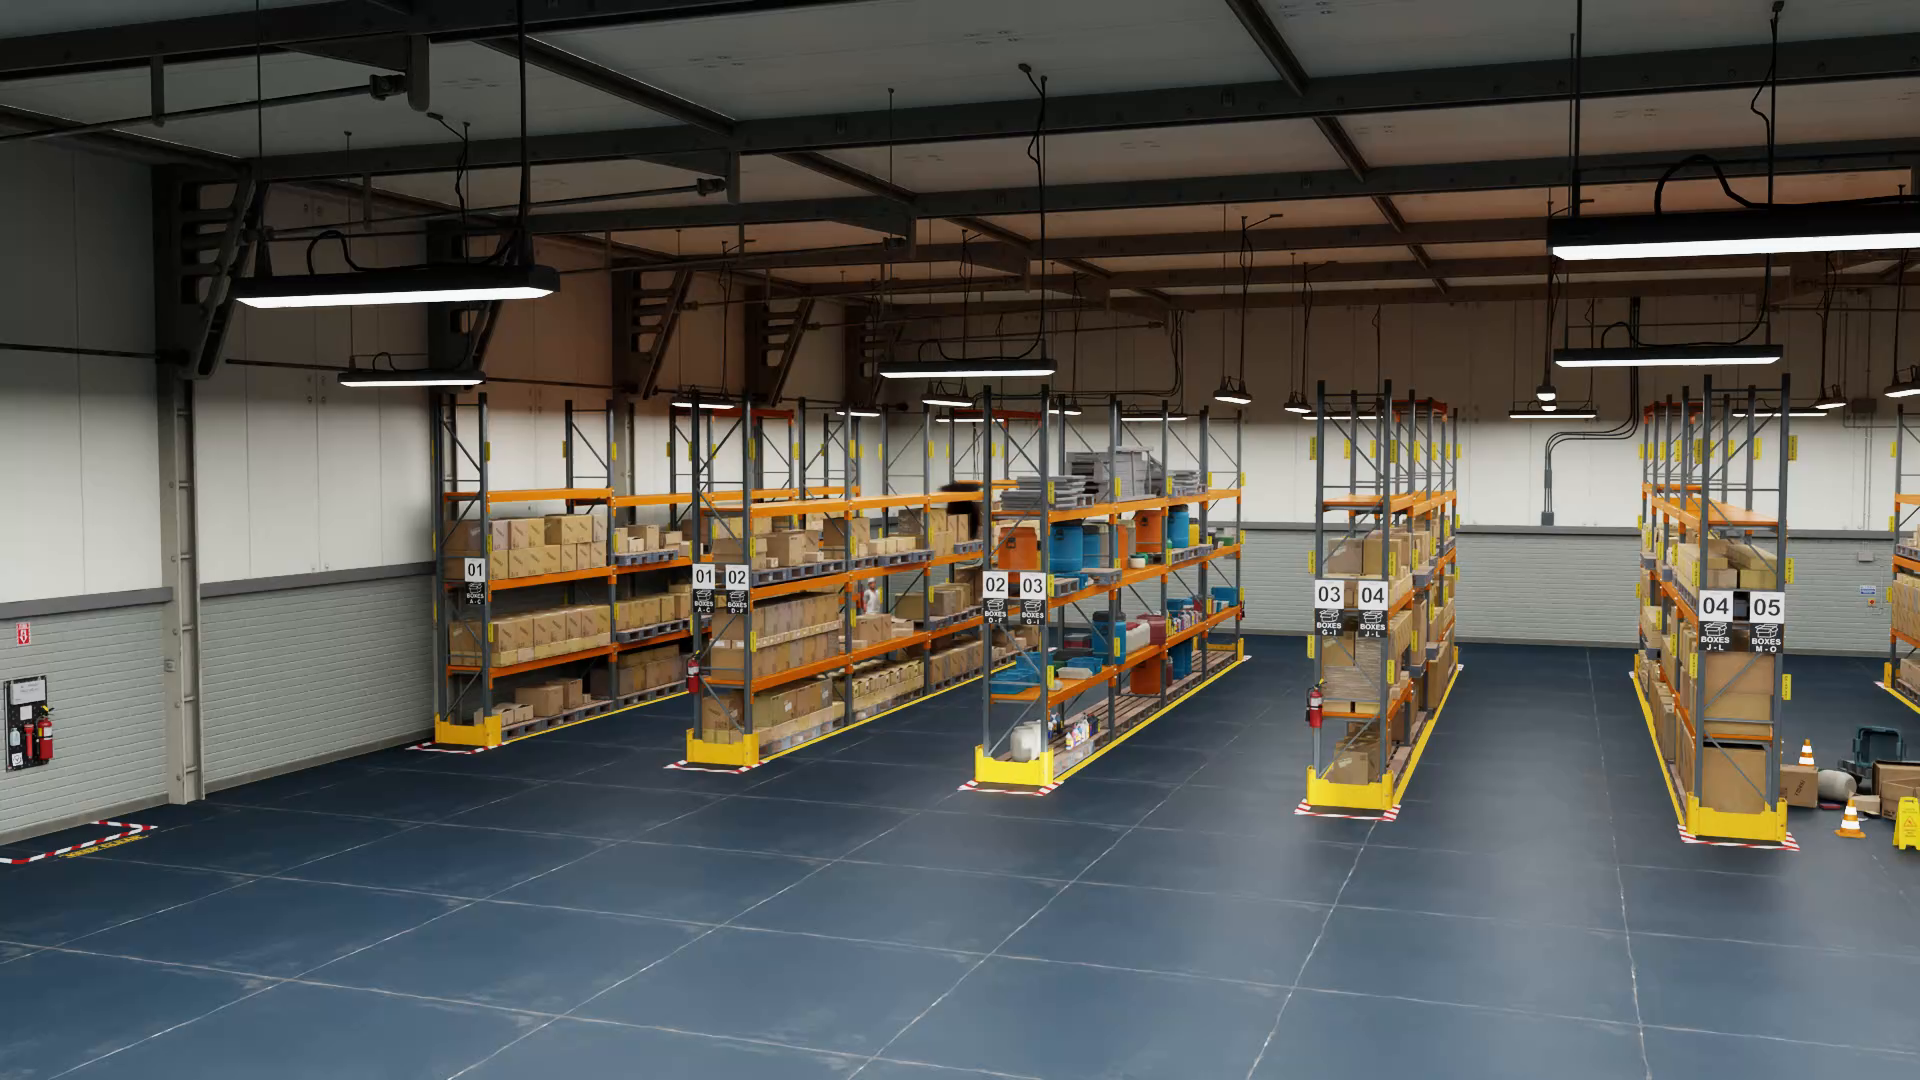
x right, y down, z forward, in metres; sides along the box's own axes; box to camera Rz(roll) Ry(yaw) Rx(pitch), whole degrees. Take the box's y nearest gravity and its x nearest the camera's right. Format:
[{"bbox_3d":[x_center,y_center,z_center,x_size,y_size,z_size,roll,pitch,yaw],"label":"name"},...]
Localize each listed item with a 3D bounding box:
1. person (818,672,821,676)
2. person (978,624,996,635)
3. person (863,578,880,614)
[{"bbox_3d":[-2.987,2.342,33.824,0.432,1.741,0.560,2,4,30],"label":"person"},{"bbox_3d":[0.720,1.803,43.207,0.615,1.733,0.955,1,3,14],"label":"person"},{"bbox_3d":[-2.044,1.820,40.087,0.541,1.781,0.589,2,3,27],"label":"person"}]
